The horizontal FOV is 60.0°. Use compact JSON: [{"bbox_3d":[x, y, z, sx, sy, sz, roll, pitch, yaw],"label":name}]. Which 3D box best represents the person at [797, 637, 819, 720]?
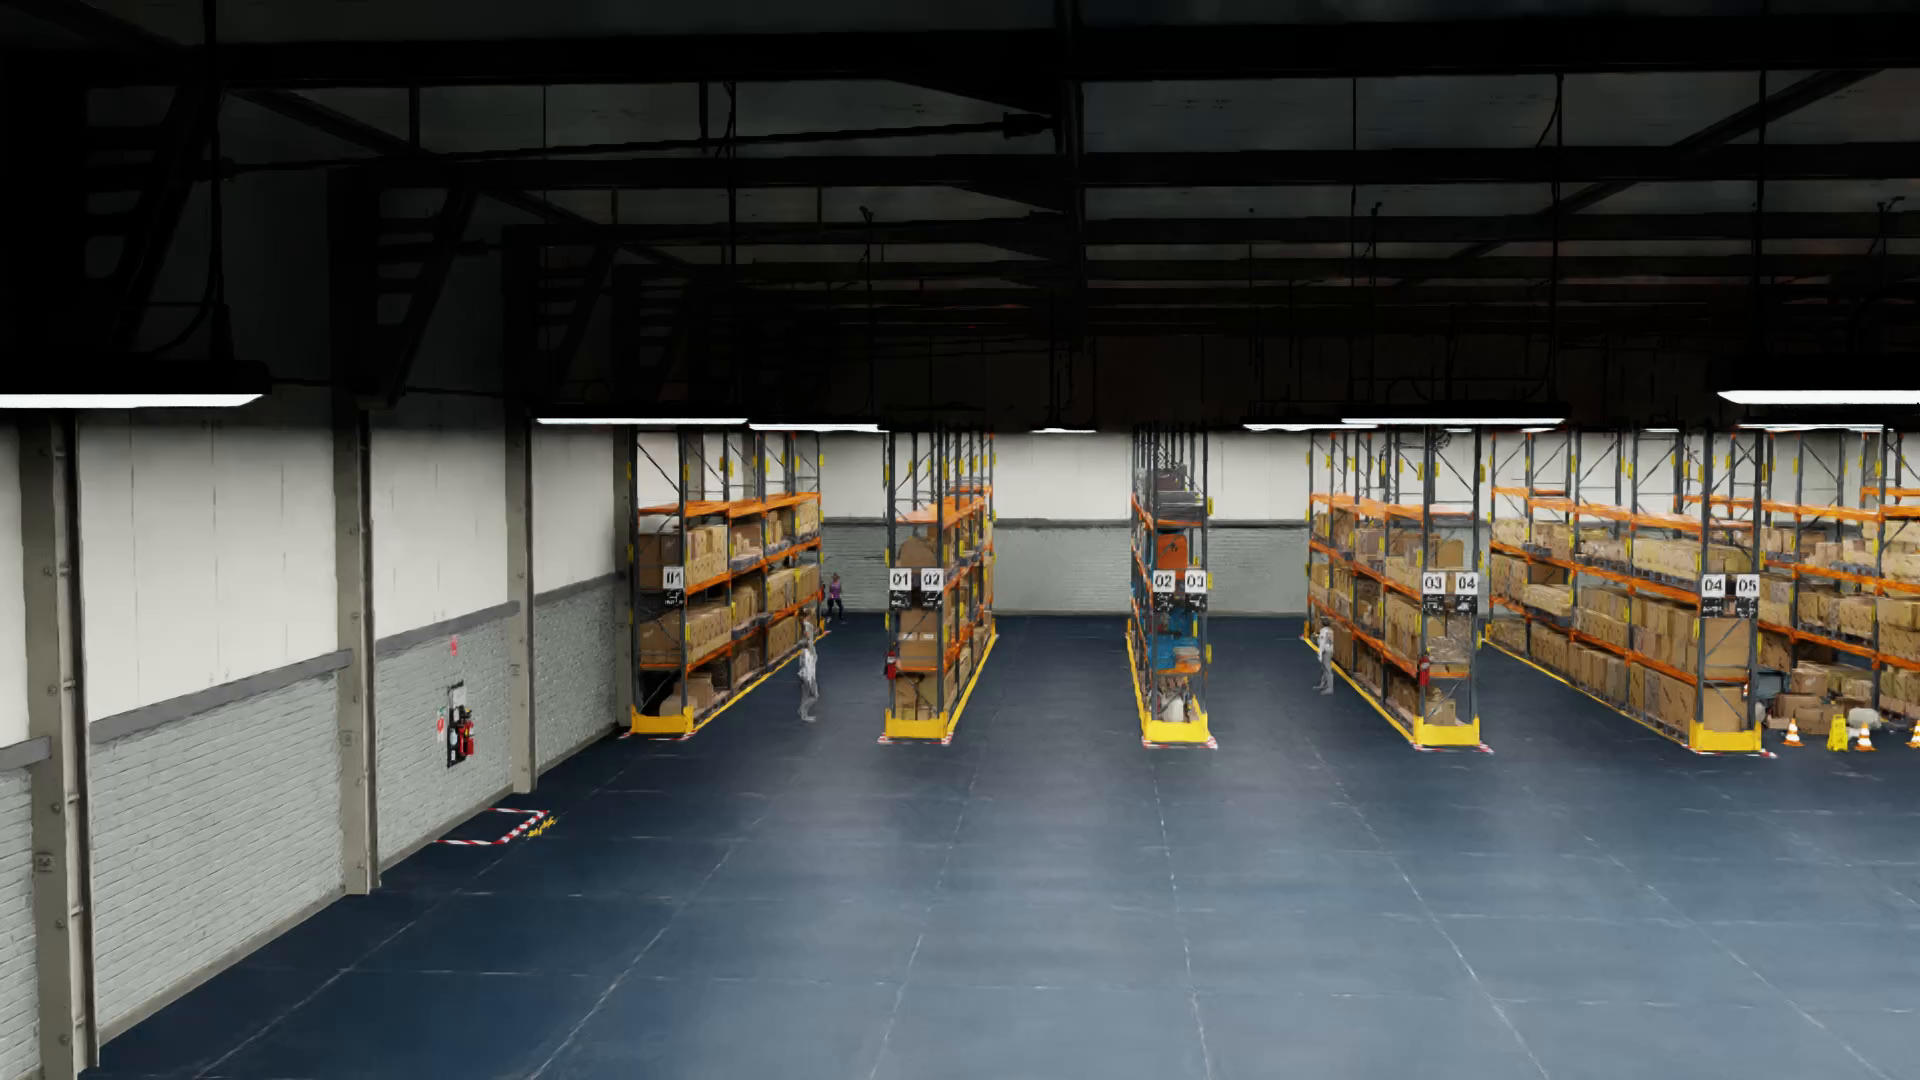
[{"bbox_3d":[-3.085,2.780,33.255,0.413,1.675,0.517,-2,4,-25],"label":"person"}]

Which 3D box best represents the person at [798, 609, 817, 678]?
[{"bbox_3d":[-3.578,2.437,38.729,0.435,1.671,0.492,-1,4,-20],"label":"person"}]

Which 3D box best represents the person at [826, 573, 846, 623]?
[{"bbox_3d":[-3.793,1.806,50.553,0.569,1.419,0.774,-1,4,-14],"label":"person"}]

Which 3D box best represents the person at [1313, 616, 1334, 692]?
[{"bbox_3d":[8.123,2.530,37.064,0.544,1.667,0.572,2,4,30],"label":"person"}]
